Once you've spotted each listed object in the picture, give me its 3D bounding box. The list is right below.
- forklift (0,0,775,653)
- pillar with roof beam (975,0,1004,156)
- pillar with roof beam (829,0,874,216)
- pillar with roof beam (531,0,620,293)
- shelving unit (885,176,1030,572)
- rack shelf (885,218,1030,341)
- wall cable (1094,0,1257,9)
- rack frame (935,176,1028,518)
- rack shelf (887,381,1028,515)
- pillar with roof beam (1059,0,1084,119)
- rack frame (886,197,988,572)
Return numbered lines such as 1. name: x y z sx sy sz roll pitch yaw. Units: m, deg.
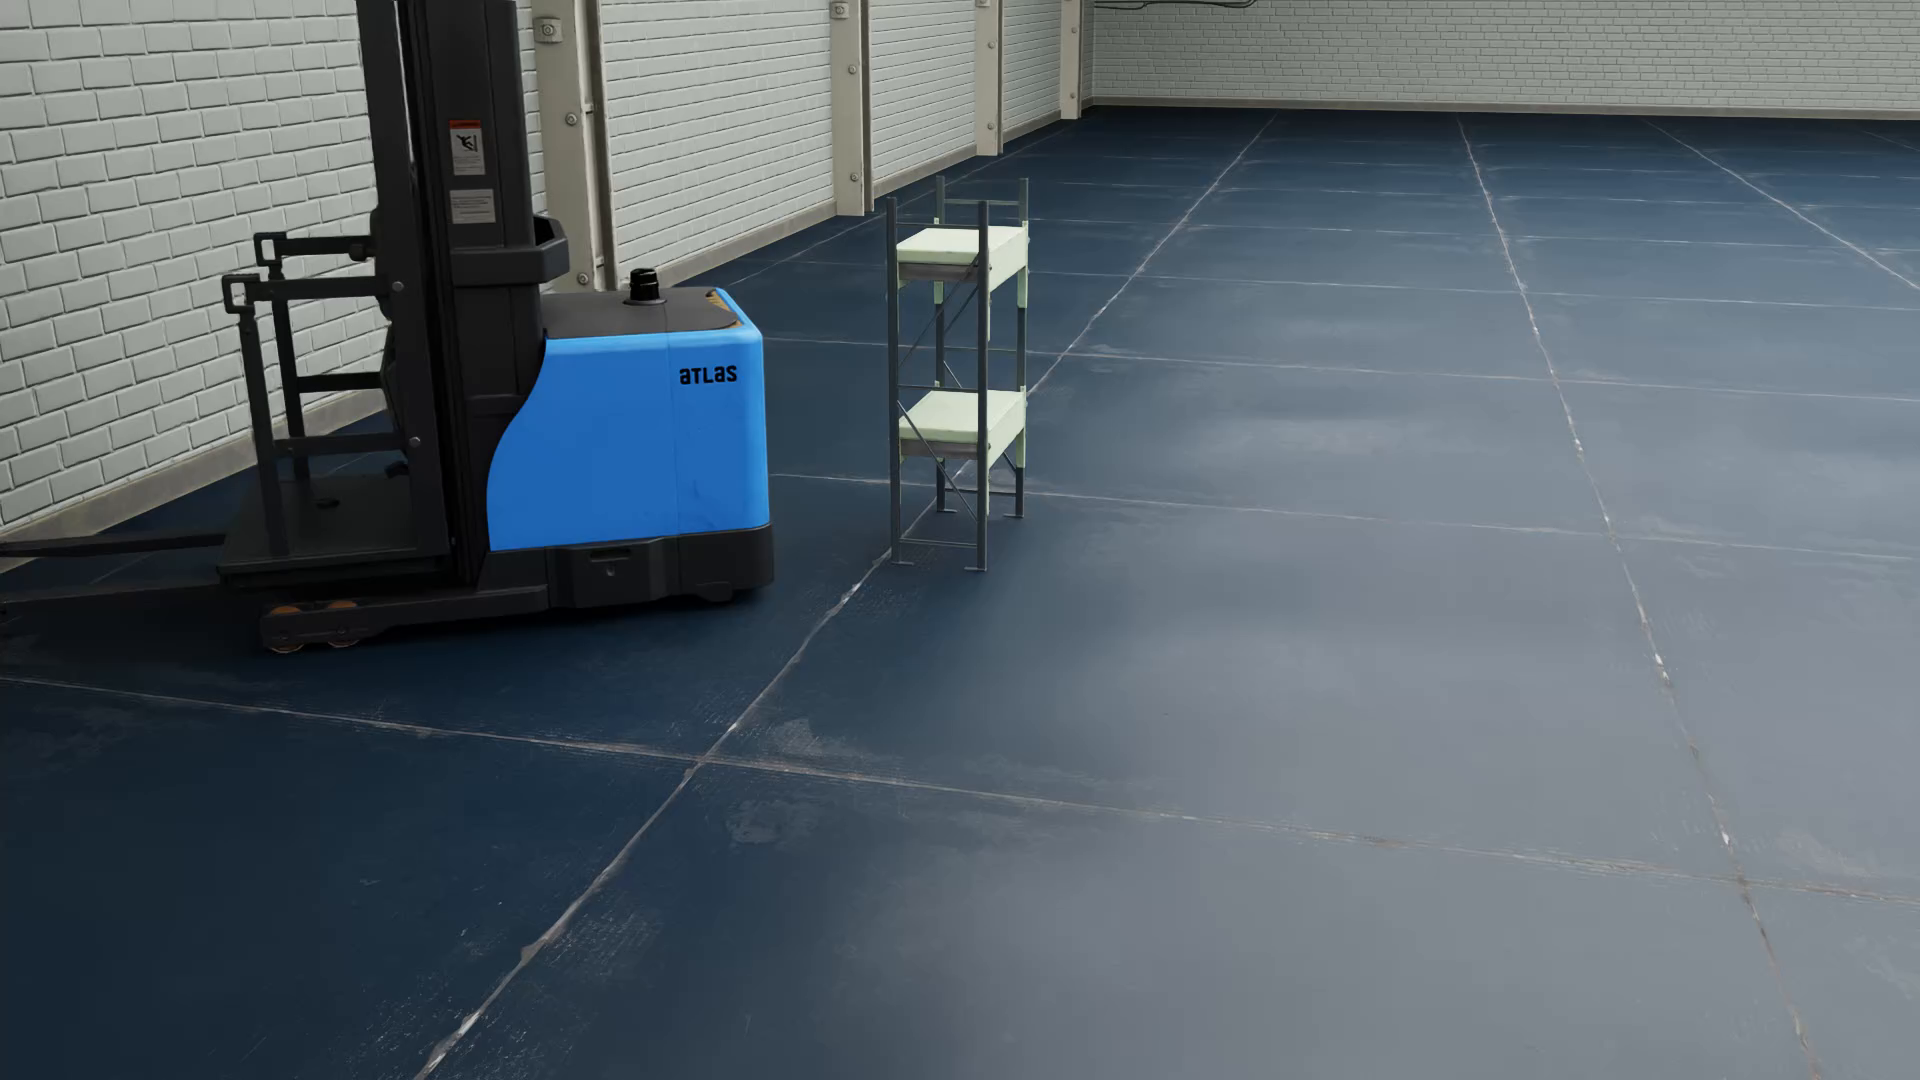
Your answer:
1. forklift: -2.300 -1.169 6.075 3.031 2.935 1.130 -5 20 -15
2. pillar with roof beam: 4.559 -9.135 20.010 9.100 9.000 0.400 5 19 13
3. pillar with roof beam: 3.093 -7.254 14.504 9.100 9.000 0.400 5 19 13
4. pillar with roof beam: 1.627 -5.374 8.998 9.100 9.000 0.400 5 19 13
5. shelving unit: 0.002 -0.712 6.951 0.431 1.500 0.755 5 19 13
6. rack shelf: 0.002 -1.081 6.825 0.431 0.370 0.720 5 19 13
7. wall cable: 3.852 -10.705 29.411 3.097 2.526 0.112 5 19 13
8. rack frame: 0.091 -0.827 7.287 0.400 1.500 0.023 5 19 13
9. rack shelf: 0.002 -0.403 7.057 0.431 0.370 0.720 5 19 13
10. pillar with roof beam: 6.025 -11.016 25.516 9.100 9.000 0.400 5 19 13
11. rack frame: -0.088 -0.597 6.615 0.400 1.500 0.023 5 19 13
